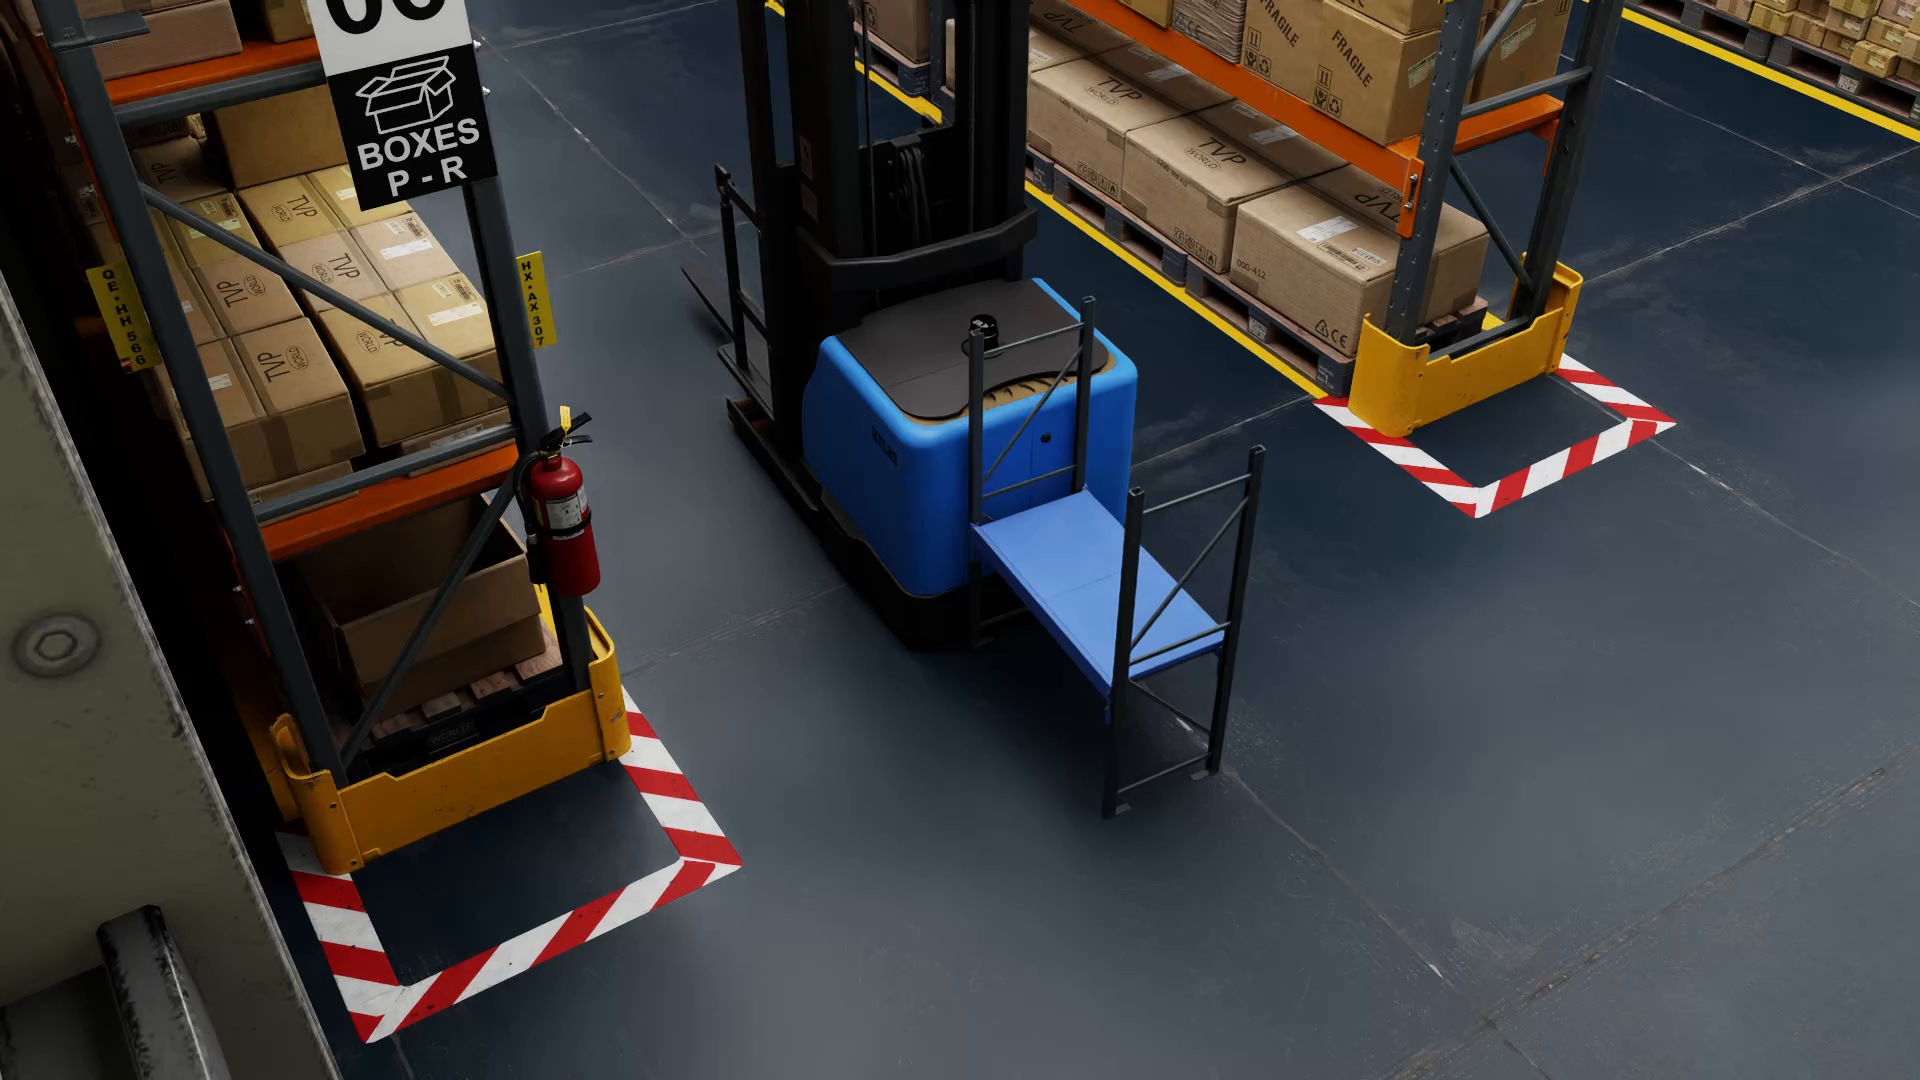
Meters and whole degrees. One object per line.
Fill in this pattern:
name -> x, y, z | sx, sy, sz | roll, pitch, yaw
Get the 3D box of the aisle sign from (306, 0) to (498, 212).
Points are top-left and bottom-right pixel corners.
aisle sign -> -1.483, -1.274, 4.405 | 0.394, 0.787, 0.004 | -22, 45, -24

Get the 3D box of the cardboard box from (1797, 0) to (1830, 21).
cardboard box -> 5.672, -3.507, 10.782 | 0.380, 0.149, 0.250 | -23, 45, -25

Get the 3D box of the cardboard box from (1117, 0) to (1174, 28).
cardboard box -> 1.103, -2.954, 8.373 | 0.500, 0.500, 0.500 | -21, 44, -23

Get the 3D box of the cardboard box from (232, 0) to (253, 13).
cardboard box -> -1.905, -1.651, 4.742 | 0.380, 0.149, 0.250 | -21, 44, -24

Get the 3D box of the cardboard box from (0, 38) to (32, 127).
cardboard box -> -3.879, -2.066, 7.271 | 0.500, 0.250, 0.500 | -23, 45, -25

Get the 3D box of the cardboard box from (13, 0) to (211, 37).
cardboard box -> -2.236, -1.566, 4.328 | 0.500, 0.250, 0.500 | -23, 45, -25

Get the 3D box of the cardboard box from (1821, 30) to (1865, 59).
cardboard box -> 5.783, -3.235, 10.688 | 0.380, 0.149, 0.250 | -22, 45, -25

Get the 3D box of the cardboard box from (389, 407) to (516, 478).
cardboard box -> -1.712, -0.386, 5.567 | 0.380, 0.149, 0.250 | -23, 45, -25

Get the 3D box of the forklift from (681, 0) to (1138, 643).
forklift -> -0.439, -1.648, 6.938 | 1.130, 2.935, 3.031 | -19, 43, -21

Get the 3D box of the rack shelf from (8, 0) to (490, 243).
rack shelf -> -2.842, -2.166, 5.726 | 1.077, 0.370, 4.000 | -22, 45, -24

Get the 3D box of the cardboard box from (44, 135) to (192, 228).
cardboard box -> -3.328, -1.519, 6.614 | 0.500, 0.250, 0.500 | -21, 44, -23

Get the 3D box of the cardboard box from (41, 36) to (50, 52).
cardboard box -> -2.328, -1.481, 4.538 | 0.380, 0.149, 0.250 | -21, 44, -24

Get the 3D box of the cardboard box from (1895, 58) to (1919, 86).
cardboard box -> 6.076, -2.958, 10.356 | 0.380, 0.149, 0.250 | -21, 44, -24

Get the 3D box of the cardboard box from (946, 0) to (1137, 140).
cardboard box -> 0.512, -2.882, 10.039 | 0.875, 0.438, 0.875 | -23, 45, -25

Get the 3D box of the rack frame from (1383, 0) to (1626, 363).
rack frame -> 2.416, -1.922, 7.213 | 1.000, 3.000, 0.127 | -22, 45, -24

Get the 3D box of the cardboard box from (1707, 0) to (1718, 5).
cardboard box -> 5.247, -3.796, 11.361 | 0.380, 0.149, 0.250 | -21, 44, -23

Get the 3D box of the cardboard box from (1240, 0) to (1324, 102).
cardboard box -> 1.676, -2.405, 7.715 | 0.500, 0.500, 0.500 | -23, 45, -25

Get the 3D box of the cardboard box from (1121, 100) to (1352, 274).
cardboard box -> 1.478, -1.911, 8.874 | 0.875, 0.438, 0.875 | -21, 44, -23

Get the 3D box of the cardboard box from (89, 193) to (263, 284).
cardboard box -> -2.777, -0.972, 5.958 | 0.500, 0.250, 0.500 | -21, 44, -23

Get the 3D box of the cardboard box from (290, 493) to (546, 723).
cardboard box -> -2.016, 0.224, 6.260 | 0.797, 0.503, 0.637 | -24, 45, -26

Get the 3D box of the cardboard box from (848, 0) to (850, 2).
cardboard box -> -0.628, -4.218, 11.300 | 0.875, 0.875, 0.875 | -21, 44, -23

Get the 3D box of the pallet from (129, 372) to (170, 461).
pallet -> -3.549, -0.928, 8.198 | 1.003, 0.211, 1.213 | -22, 45, -24

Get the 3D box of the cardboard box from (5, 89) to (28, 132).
cardboard box -> -4.803, -2.317, 8.805 | 0.380, 0.149, 0.250 | -24, 46, -26

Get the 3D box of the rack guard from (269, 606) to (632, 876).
rack guard -> -1.808, 0.708, 6.009 | 1.175, 0.500, 0.348 | -22, 45, -24

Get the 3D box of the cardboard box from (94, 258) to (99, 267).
cardboard box -> -3.043, -1.015, 6.321 | 0.380, 0.149, 0.250 | -22, 45, -25

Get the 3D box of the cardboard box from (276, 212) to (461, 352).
cardboard box -> -2.055, -0.877, 5.844 | 0.500, 0.250, 0.500 | -22, 44, -24

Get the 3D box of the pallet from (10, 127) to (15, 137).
pallet -> -5.699, -3.042, 10.735 | 1.003, 0.211, 1.213 | -22, 45, -24

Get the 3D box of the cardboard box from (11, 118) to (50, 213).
cardboard box -> -4.691, -2.005, 8.938 | 0.500, 0.500, 0.500 | -24, 45, -26

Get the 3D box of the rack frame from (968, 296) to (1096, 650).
rack frame -> 0.259, -0.215, 6.337 | 0.500, 1.500, 0.032 | -19, 43, -21

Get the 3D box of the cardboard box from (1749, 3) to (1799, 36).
cardboard box -> 5.450, -3.479, 10.981 | 0.380, 0.149, 0.250 | -24, 46, -26

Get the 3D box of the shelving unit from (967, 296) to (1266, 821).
shelving unit -> 0.500, 0.071, 5.993 | 0.538, 1.500, 1.048 | -19, 43, -21

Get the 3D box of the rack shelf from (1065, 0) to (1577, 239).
rack shelf -> 1.341, -2.725, 8.739 | 1.077, 0.370, 4.000 | -22, 45, -24

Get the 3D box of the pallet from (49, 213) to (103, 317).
pallet -> -4.387, -1.725, 9.155 | 1.003, 0.211, 1.213 | -22, 45, -24

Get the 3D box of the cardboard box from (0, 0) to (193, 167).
cardboard box -> -3.341, -1.819, 6.389 | 0.500, 0.500, 0.500 | -23, 45, -26

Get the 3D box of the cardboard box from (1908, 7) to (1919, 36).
cardboard box -> 6.037, -3.173, 10.149 | 0.380, 0.149, 0.250 | -22, 44, -24

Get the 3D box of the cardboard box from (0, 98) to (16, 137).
cardboard box -> -5.259, -2.575, 9.622 | 0.500, 0.500, 0.500 | -24, 45, -26

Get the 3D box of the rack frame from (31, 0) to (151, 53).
rack frame -> -1.767, -2.516, 3.240 | 1.000, 3.000, 0.127 | -22, 45, -24

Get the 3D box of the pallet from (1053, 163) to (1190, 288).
pallet -> 1.268, -1.913, 9.381 | 1.003, 0.211, 1.213 | -22, 45, -24

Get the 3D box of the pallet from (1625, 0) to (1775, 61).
pallet -> 5.436, -3.758, 11.595 | 1.003, 0.211, 1.213 | -22, 45, -24

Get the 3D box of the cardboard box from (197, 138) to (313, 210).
cardboard box -> -2.623, -1.418, 6.494 | 0.500, 0.250, 0.500 | -23, 45, -25

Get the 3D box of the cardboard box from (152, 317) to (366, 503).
cardboard box -> -2.238, -0.425, 5.301 | 0.500, 0.250, 0.500 | -21, 44, -23

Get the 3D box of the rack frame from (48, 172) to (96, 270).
rack frame -> -3.918, -2.370, 7.751 | 1.000, 3.000, 0.127 | -22, 45, -24

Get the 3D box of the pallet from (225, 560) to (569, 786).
pallet -> -2.237, 0.389, 6.618 | 1.003, 0.211, 1.213 | -22, 45, -24

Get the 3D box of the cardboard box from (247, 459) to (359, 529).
cardboard box -> -2.171, -0.201, 5.344 | 0.380, 0.149, 0.250 | -23, 45, -25

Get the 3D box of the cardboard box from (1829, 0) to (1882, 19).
cardboard box -> 5.704, -3.425, 10.451 | 0.380, 0.149, 0.250 | -23, 45, -25

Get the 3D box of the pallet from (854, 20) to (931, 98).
pallet -> -0.213, -3.400, 11.165 | 1.003, 0.211, 1.213 | -22, 45, -24

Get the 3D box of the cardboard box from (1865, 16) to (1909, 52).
cardboard box -> 5.916, -3.207, 10.422 | 0.380, 0.149, 0.250 | -23, 45, -25

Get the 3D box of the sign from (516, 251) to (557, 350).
sign -> -1.310, -0.730, 5.107 | 0.100, 0.325, 0.005 | -22, 45, -24

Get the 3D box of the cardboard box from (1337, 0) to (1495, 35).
cardboard box -> 1.956, -2.522, 7.075 | 0.500, 0.500, 0.500 | -21, 44, -23

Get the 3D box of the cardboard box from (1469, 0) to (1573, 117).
cardboard box -> 2.400, -2.318, 7.610 | 0.500, 0.500, 0.500 | -23, 45, -25
